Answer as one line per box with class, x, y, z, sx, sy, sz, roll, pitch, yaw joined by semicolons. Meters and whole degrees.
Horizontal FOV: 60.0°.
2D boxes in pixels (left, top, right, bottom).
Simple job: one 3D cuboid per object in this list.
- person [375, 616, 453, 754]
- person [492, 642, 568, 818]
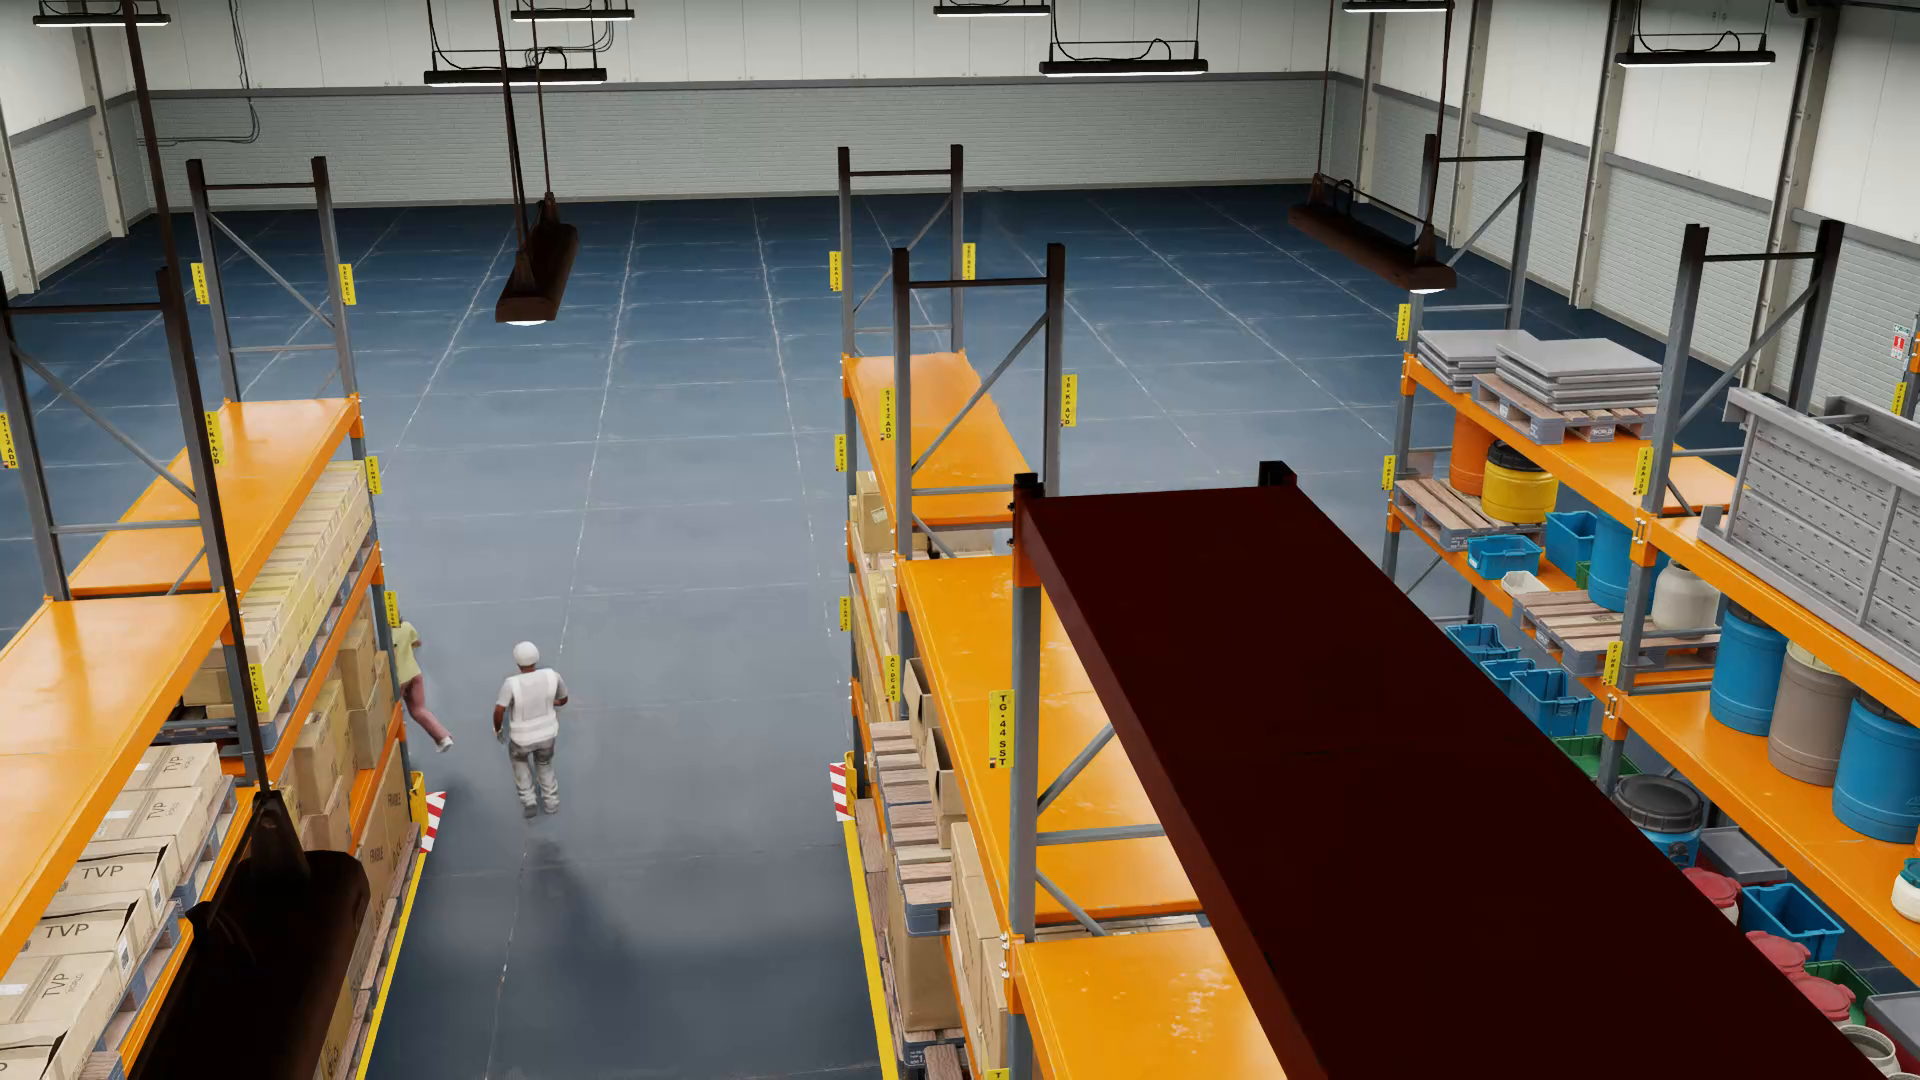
person;-5.260;1.368;15.808;0.980;1.675;0.608;10;24;25
person;-3.804;1.683;14.716;0.706;1.724;0.678;-11;24;-25
